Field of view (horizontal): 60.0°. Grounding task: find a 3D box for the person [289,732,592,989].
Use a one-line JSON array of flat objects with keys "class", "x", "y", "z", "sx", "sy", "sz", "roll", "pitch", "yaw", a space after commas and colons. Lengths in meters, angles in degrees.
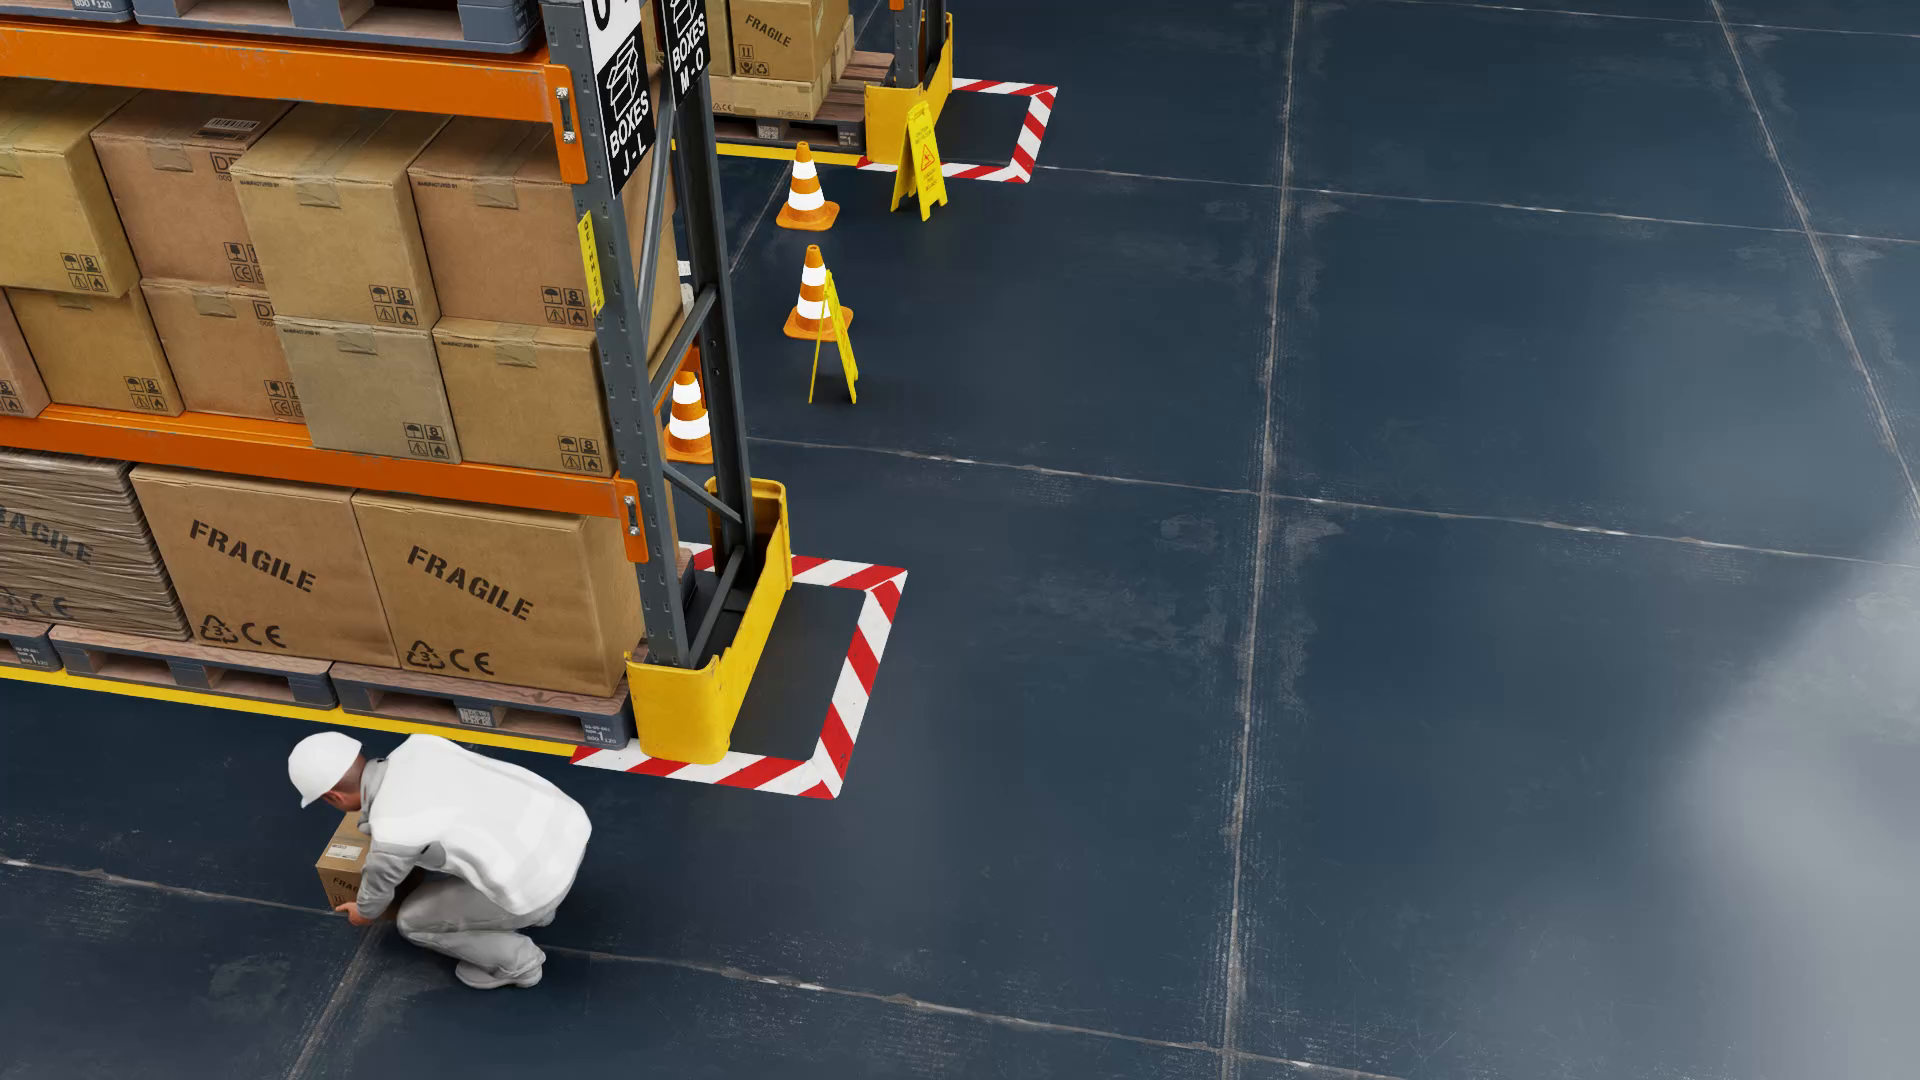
[{"class": "person", "x": -1.684, "y": 1.026, "z": 5.522, "sx": 0.878, "sy": 1.015, "sz": 0.507, "roll": 6, "pitch": 41, "yaw": 7}]
